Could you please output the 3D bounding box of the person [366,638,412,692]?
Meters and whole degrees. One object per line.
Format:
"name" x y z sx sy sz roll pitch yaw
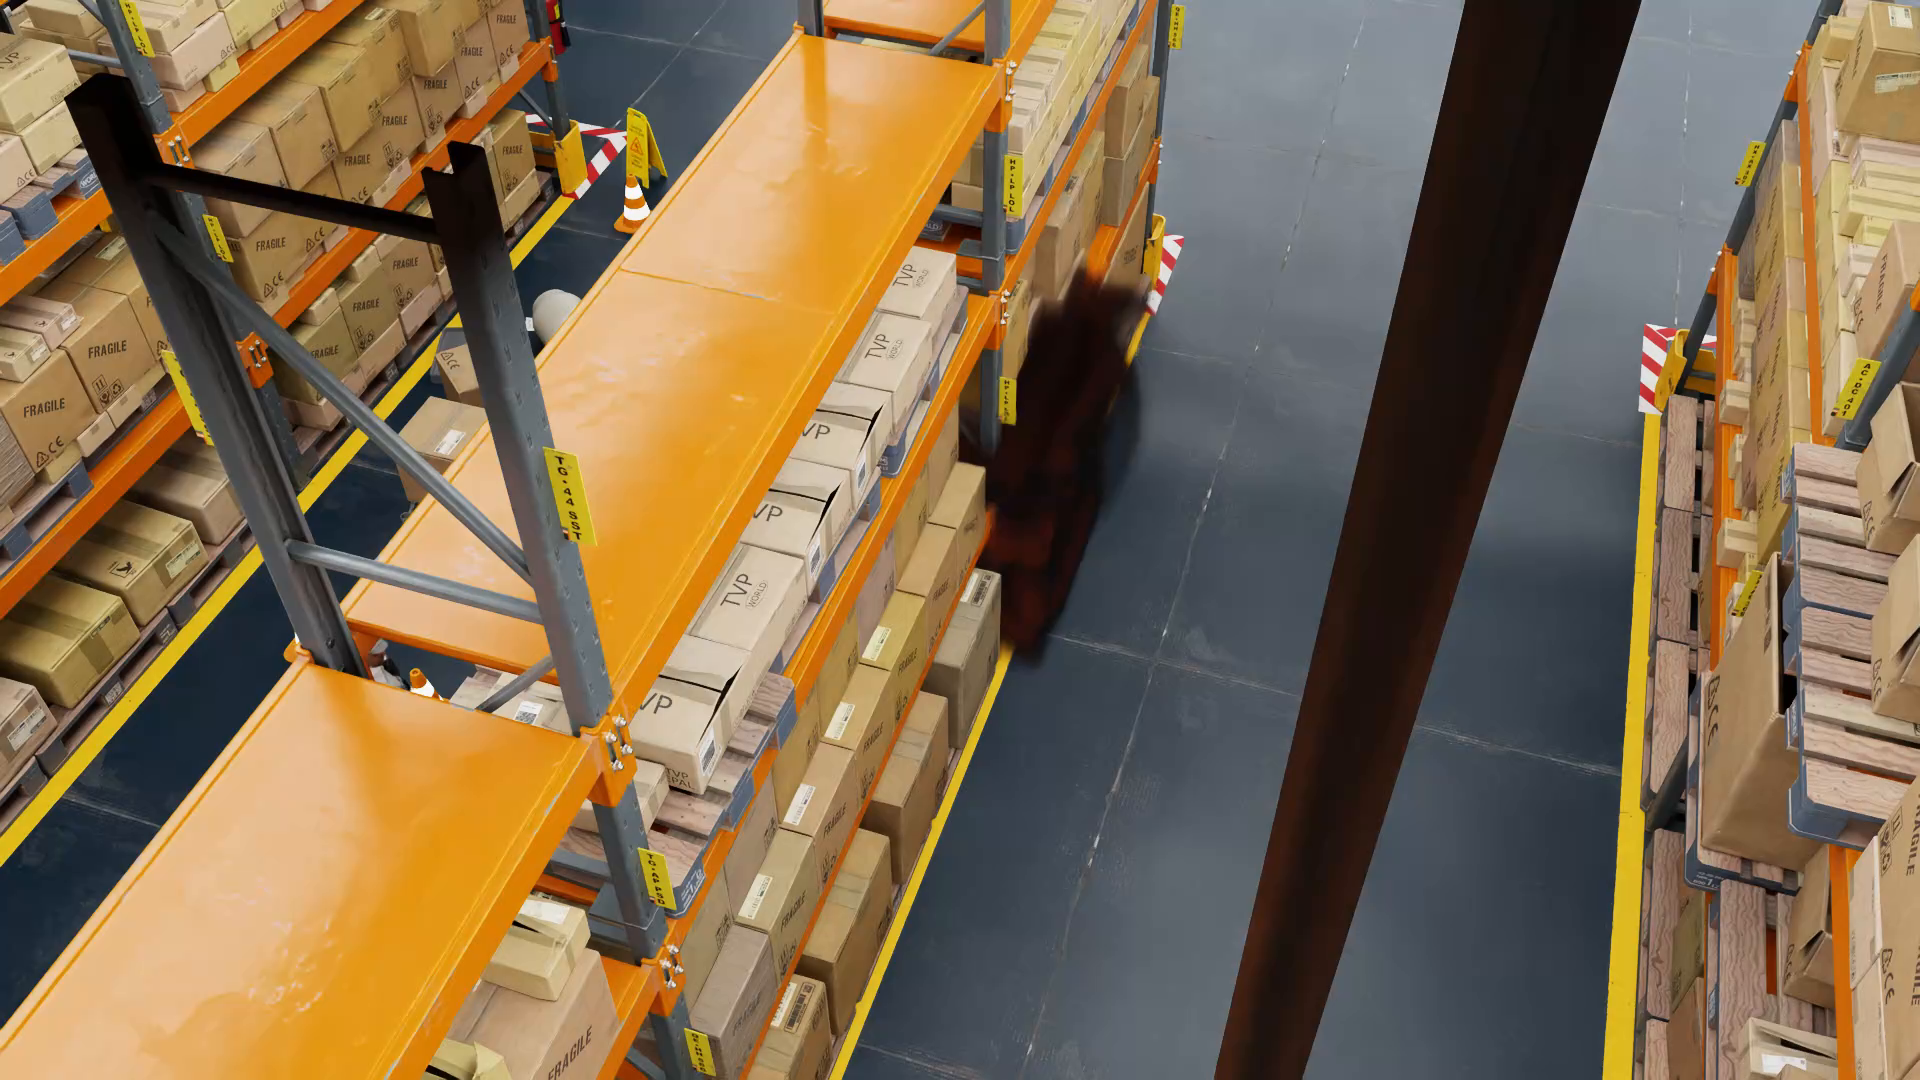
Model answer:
"person" -3.040 1.068 8.944 0.567 1.658 0.526 19 49 17
